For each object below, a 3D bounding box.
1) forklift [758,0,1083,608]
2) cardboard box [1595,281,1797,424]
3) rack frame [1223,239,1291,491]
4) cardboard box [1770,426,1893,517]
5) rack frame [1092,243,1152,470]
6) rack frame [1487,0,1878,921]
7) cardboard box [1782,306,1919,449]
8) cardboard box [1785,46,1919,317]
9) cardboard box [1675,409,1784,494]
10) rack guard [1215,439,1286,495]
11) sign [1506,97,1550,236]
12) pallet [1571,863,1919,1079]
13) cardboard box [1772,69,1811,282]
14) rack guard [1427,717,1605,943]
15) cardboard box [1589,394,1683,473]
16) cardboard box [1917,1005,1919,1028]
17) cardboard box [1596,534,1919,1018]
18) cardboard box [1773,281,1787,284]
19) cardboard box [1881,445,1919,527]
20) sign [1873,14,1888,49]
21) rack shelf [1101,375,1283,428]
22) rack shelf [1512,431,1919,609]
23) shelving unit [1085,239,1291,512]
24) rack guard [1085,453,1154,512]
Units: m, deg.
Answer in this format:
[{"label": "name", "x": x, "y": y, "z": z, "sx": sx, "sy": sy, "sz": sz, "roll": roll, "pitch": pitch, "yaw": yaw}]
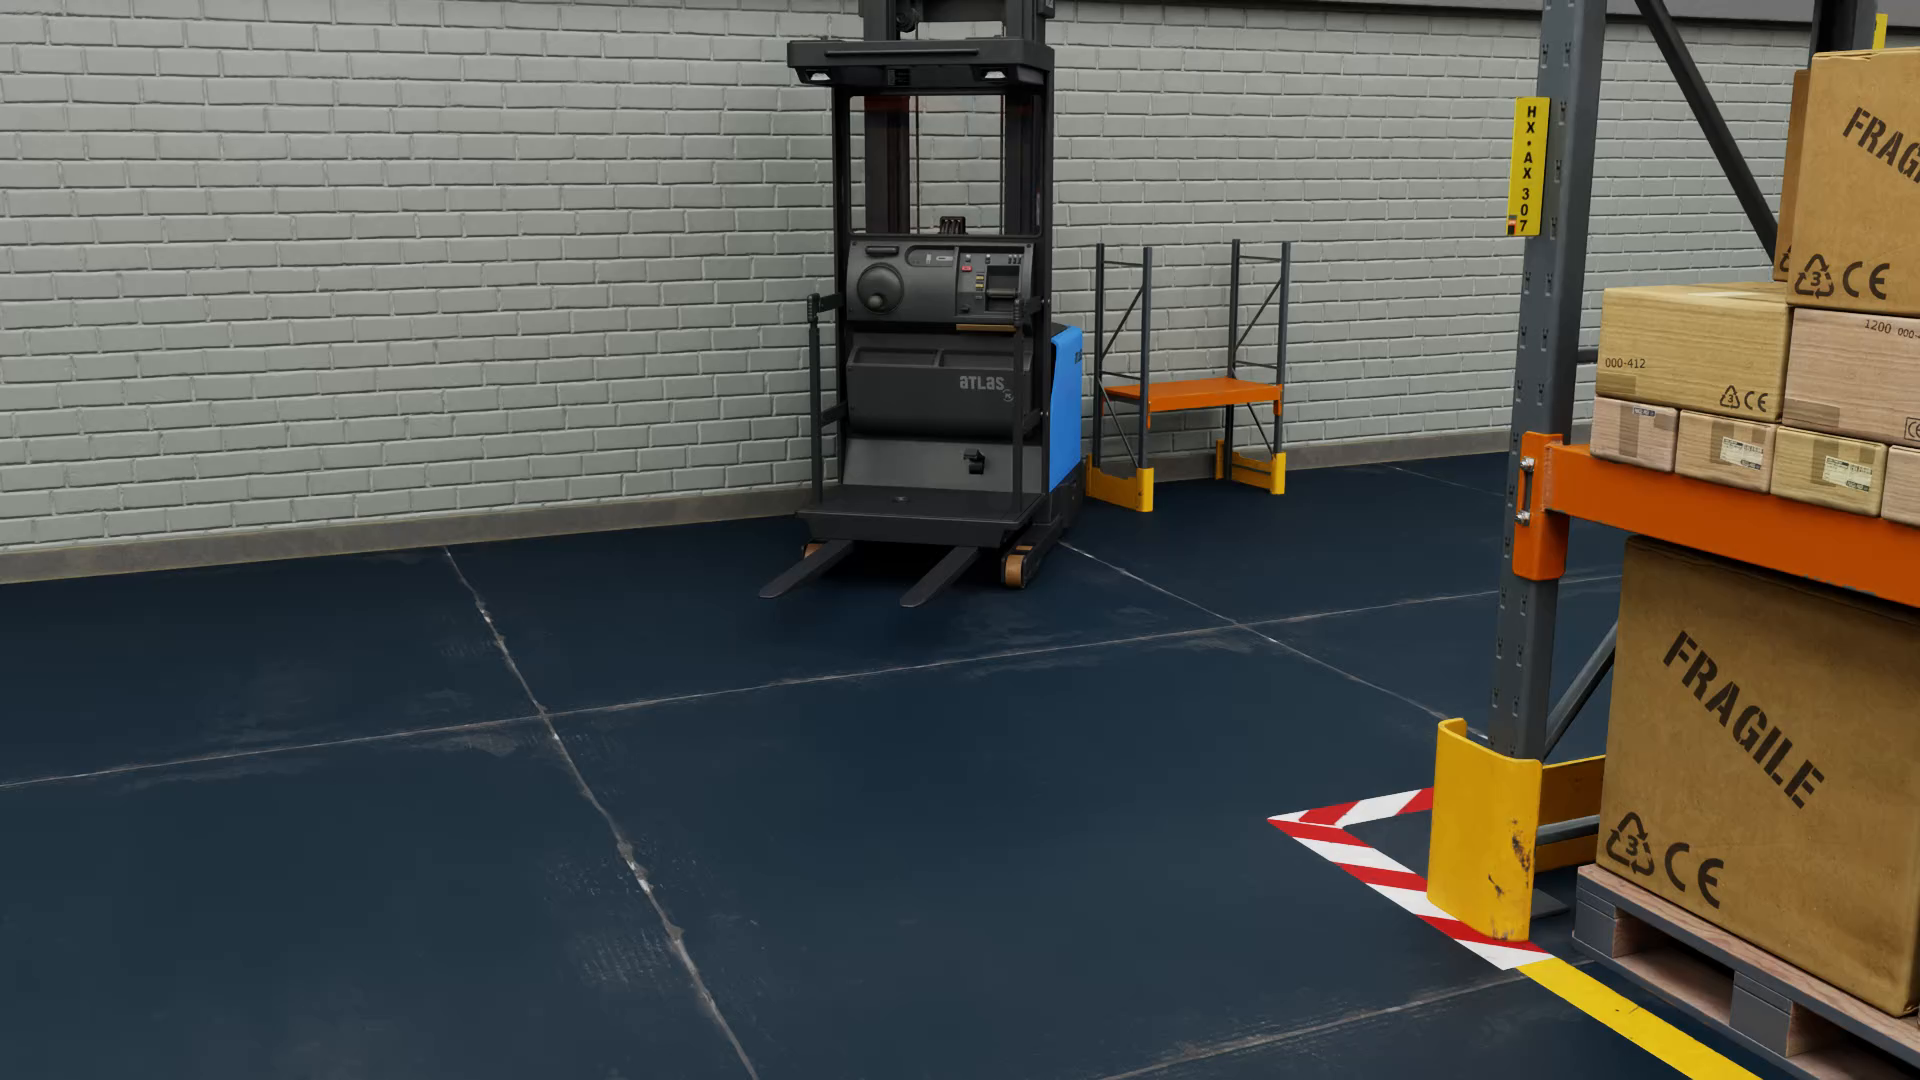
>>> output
[{"label": "forklift", "x": -0.149, "y": -1.291, "z": 7.947, "sx": 1.130, "sy": 2.935, "sz": 3.031, "roll": 3, "pitch": 13, "yaw": 13}, {"label": "cardboard box", "x": 1.828, "y": -0.439, "z": 3.786, "sx": 0.500, "sy": 0.250, "sz": 0.500, "roll": -6, "pitch": 14, "yaw": -24}, {"label": "rack frame", "x": 1.808, "y": -1.068, "z": 10.159, "sx": 0.032, "sy": 1.500, "sz": 0.500, "roll": -8, "pitch": 15, "yaw": -30}, {"label": "cardboard box", "x": 1.930, "y": -0.159, "z": 3.462, "sx": 0.380, "sy": 0.149, "sz": 0.250, "roll": -6, "pitch": 14, "yaw": -24}, {"label": "rack frame", "x": 0.934, "y": -0.951, "z": 9.653, "sx": 0.032, "sy": 1.500, "sz": 0.500, "roll": -8, "pitch": 15, "yaw": -30}, {"label": "rack frame", "x": 1.883, "y": -0.490, "z": 4.336, "sx": 1.000, "sy": 3.000, "sz": 0.127, "roll": -6, "pitch": 14, "yaw": -23}, {"label": "cardboard box", "x": 2.042, "y": -0.332, "z": 3.324, "sx": 0.500, "sy": 0.250, "sz": 0.500, "roll": -6, "pitch": 14, "yaw": -24}, {"label": "cardboard box", "x": 2.028, "y": -0.701, "z": 3.255, "sx": 0.500, "sy": 0.500, "sz": 0.500, "roll": -6, "pitch": 14, "yaw": -24}, {"label": "cardboard box", "x": 1.827, "y": -0.212, "z": 3.690, "sx": 0.380, "sy": 0.149, "sz": 0.250, "roll": -6, "pitch": 14, "yaw": -24}, {"label": "rack guard", "x": 1.791, "y": -0.457, "z": 10.290, "sx": 0.087, "sy": 0.250, "sz": 0.587, "roll": -8, "pitch": 15, "yaw": -30}, {"label": "sign", "x": 1.372, "y": -0.902, "z": 4.018, "sx": 0.100, "sy": 0.325, "sz": 0.005, "roll": -6, "pitch": 14, "yaw": -23}, {"label": "pallet", "x": 2.275, "y": 1.026, "z": 3.967, "sx": 1.003, "sy": 0.211, "sz": 1.213, "roll": -6, "pitch": 14, "yaw": -23}, {"label": "cardboard box", "x": 2.319, "y": -0.851, "z": 3.903, "sx": 0.500, "sy": 0.500, "sz": 0.500, "roll": -5, "pitch": 14, "yaw": -22}, {"label": "rack guard", "x": 1.873, "y": 0.722, "z": 4.639, "sx": 1.175, "sy": 0.500, "sz": 0.348, "roll": -6, "pitch": 14, "yaw": -23}, {"label": "cardboard box", "x": 1.723, "y": -0.265, "z": 3.919, "sx": 0.380, "sy": 0.149, "sz": 0.250, "roll": -5, "pitch": 14, "yaw": -22}, {"label": "cardboard box", "x": 2.577, "y": 0.653, "z": 3.176, "sx": 0.875, "sy": 0.875, "sz": 0.875, "roll": -6, "pitch": 14, "yaw": -23}, {"label": "cardboard box", "x": 2.213, "y": 0.465, "z": 3.988, "sx": 0.875, "sy": 0.875, "sz": 0.875, "roll": -6, "pitch": 14, "yaw": -23}, {"label": "cardboard box", "x": 2.320, "y": -0.486, "z": 3.990, "sx": 0.500, "sy": 0.250, "sz": 0.500, "roll": -6, "pitch": 14, "yaw": -24}, {"label": "cardboard box", "x": 2.035, "y": -0.105, "z": 3.230, "sx": 0.380, "sy": 0.149, "sz": 0.250, "roll": -6, "pitch": 14, "yaw": -24}, {"label": "sign", "x": 2.386, "y": -1.216, "z": 4.378, "sx": 0.100, "sy": 0.325, "sz": 0.005, "roll": -6, "pitch": 14, "yaw": -23}, {"label": "rack shelf", "x": 1.371, "y": -0.834, "z": 9.946, "sx": 1.000, "sy": 0.185, "sz": 0.538, "roll": -8, "pitch": 15, "yaw": -30}, {"label": "rack shelf", "x": 2.684, "y": 0.273, "z": 2.632, "sx": 1.077, "sy": 0.370, "sz": 4.000, "roll": -6, "pitch": 14, "yaw": -23}, {"label": "shelving unit", "x": 1.363, "y": -1.008, "z": 9.901, "sx": 1.083, "sy": 1.500, "sz": 0.587, "roll": -8, "pitch": 15, "yaw": -30}, {"label": "rack guard", "x": 0.935, "y": -0.342, "z": 9.794, "sx": 0.087, "sy": 0.250, "sz": 0.587, "roll": -8, "pitch": 15, "yaw": -30}]
